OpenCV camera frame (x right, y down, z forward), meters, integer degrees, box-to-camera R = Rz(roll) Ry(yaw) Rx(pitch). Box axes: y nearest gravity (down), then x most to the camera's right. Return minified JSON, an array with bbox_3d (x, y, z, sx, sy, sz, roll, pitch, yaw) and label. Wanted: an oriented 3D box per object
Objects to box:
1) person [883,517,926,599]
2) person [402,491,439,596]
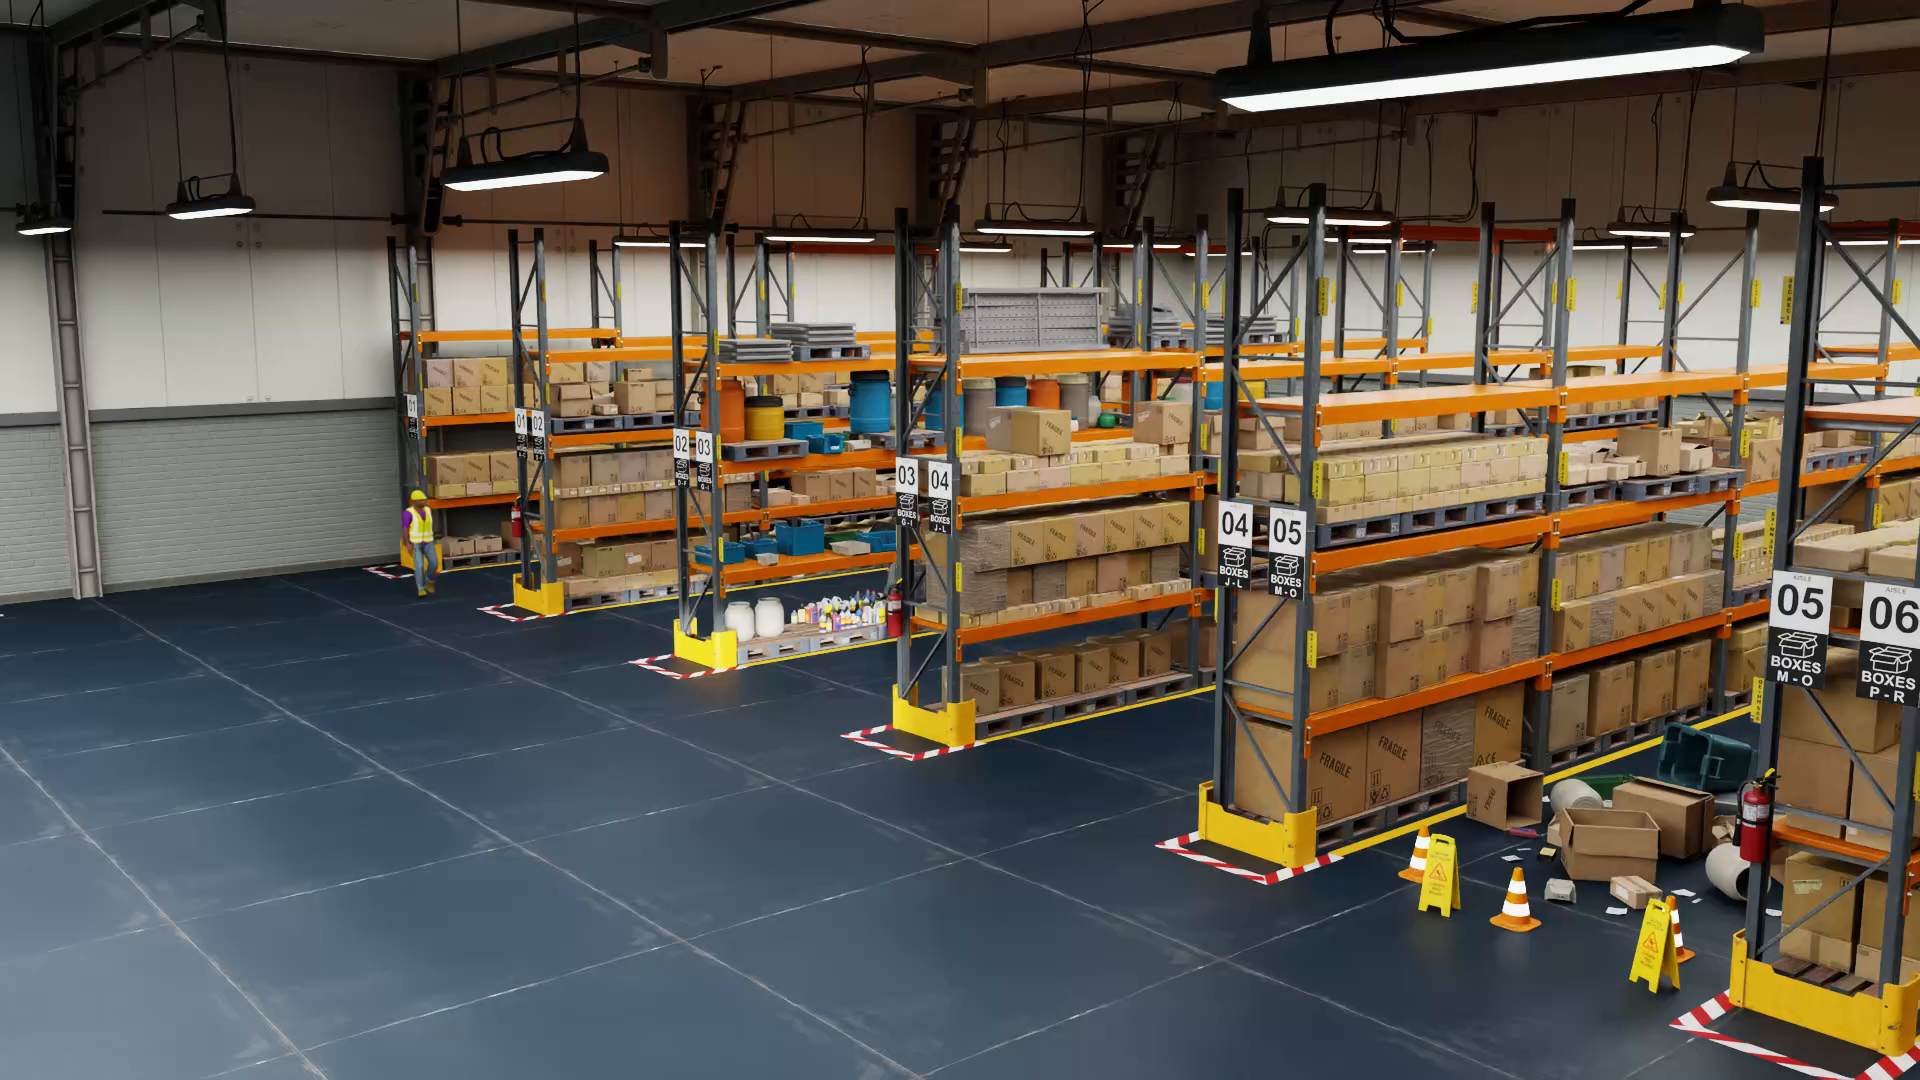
[{"bbox_3d":[-0.952,0.180,27.066,1.028,1.616,0.640,-7,11,-37],"label":"person"},{"bbox_3d":[-8.948,0.052,27.537,0.546,1.756,0.476,-5,10,-32],"label":"person"}]
